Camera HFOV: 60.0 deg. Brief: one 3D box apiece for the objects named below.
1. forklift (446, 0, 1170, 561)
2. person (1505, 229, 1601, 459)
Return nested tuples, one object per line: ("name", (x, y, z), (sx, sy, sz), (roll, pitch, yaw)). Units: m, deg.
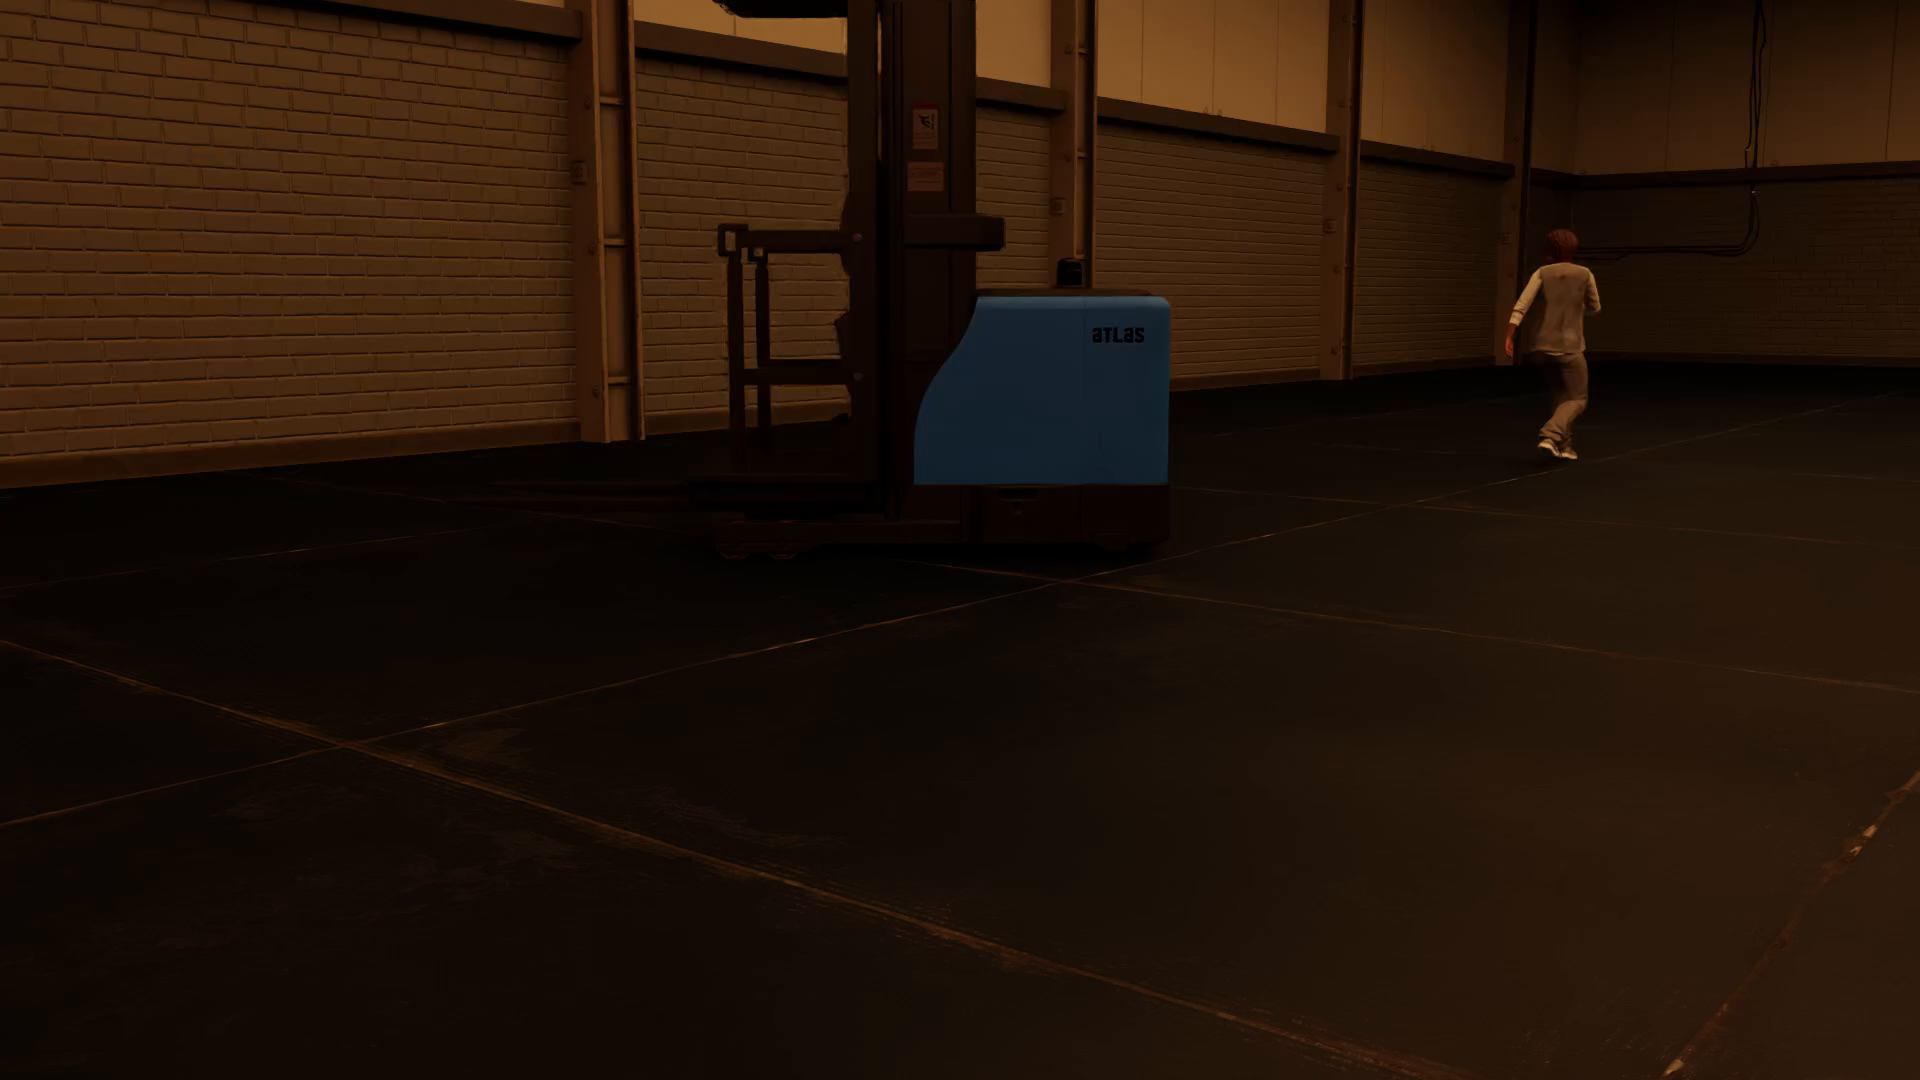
("forklift", (-0.646, -1.442, 7.139), (3.031, 2.935, 1.130), (0, 8, 0))
("person", (3.886, -1.254, 10.832), (0.451, 1.516, 0.765), (6, 11, 38))
